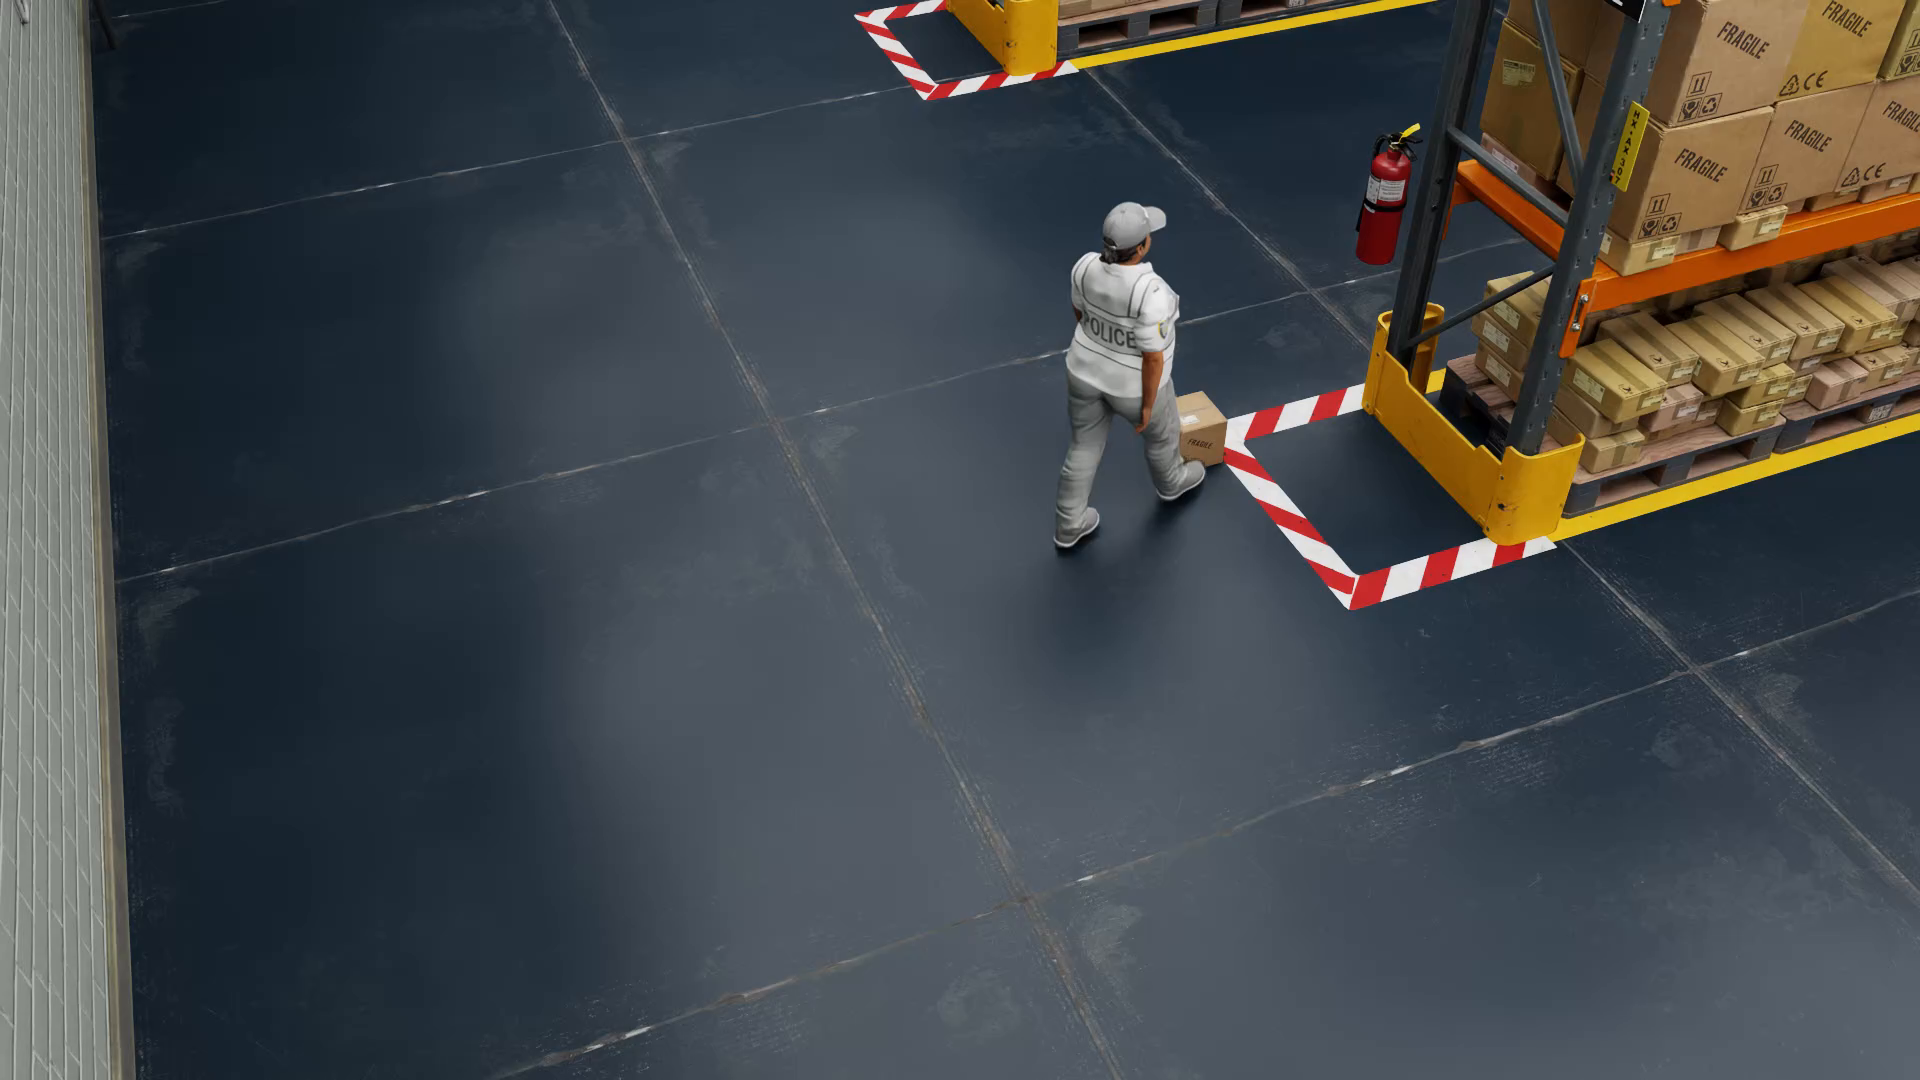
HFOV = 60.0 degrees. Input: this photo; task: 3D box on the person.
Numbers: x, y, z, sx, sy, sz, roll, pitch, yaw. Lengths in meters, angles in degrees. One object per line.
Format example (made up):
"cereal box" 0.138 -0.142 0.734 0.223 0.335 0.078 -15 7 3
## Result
"person" 0.723 -0.759 6.987 0.492 1.633 0.834 24 47 24
